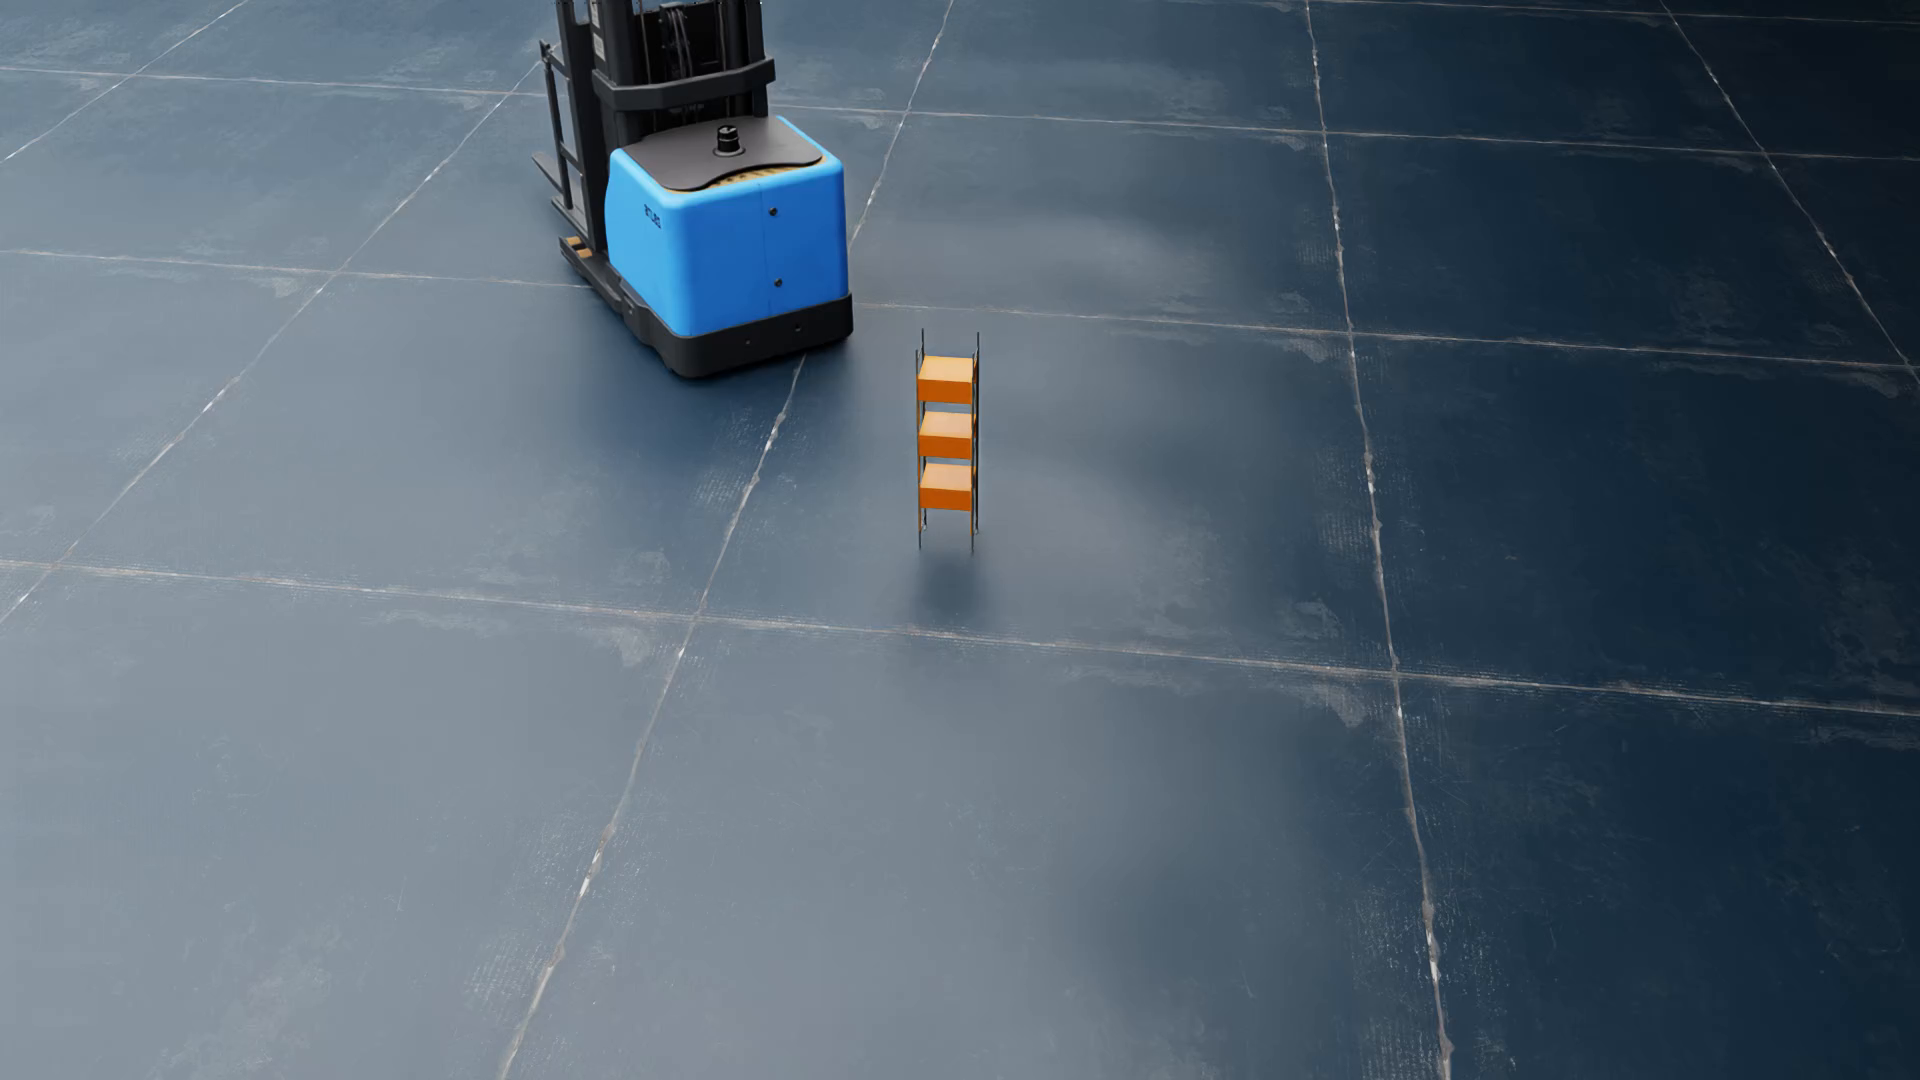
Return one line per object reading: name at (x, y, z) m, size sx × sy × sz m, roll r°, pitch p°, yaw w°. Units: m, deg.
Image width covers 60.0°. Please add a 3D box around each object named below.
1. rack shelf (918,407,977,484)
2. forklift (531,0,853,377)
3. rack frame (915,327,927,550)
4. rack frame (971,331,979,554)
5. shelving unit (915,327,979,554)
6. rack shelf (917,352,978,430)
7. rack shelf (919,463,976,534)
rack shelf at (-0.053, -0.423, 7.457) m, size 0.240 × 0.259 × 0.215 m, roll 4°, pitch 36°, yaw 6°
forklift at (-1.768, -2.890, 9.276) m, size 1.130 × 2.935 × 3.031 m, roll -19°, pitch 40°, yaw -24°
rack frame at (-0.174, -0.440, 7.463) m, size 0.008 × 1.050 × 0.200 m, roll 4°, pitch 36°, yaw 6°
rack frame at (0.068, -0.422, 7.438) m, size 0.008 × 1.050 × 0.200 m, roll 4°, pitch 36°, yaw 6°
shelving unit at (-0.053, -0.431, 7.451) m, size 0.252 × 1.050 × 0.215 m, roll 4°, pitch 36°, yaw 6°
rack shelf at (-0.053, -0.654, 7.292) m, size 0.240 × 0.259 × 0.215 m, roll 4°, pitch 36°, yaw 6°
rack shelf at (-0.053, -0.196, 7.618) m, size 0.240 × 0.259 × 0.215 m, roll 4°, pitch 36°, yaw 6°
